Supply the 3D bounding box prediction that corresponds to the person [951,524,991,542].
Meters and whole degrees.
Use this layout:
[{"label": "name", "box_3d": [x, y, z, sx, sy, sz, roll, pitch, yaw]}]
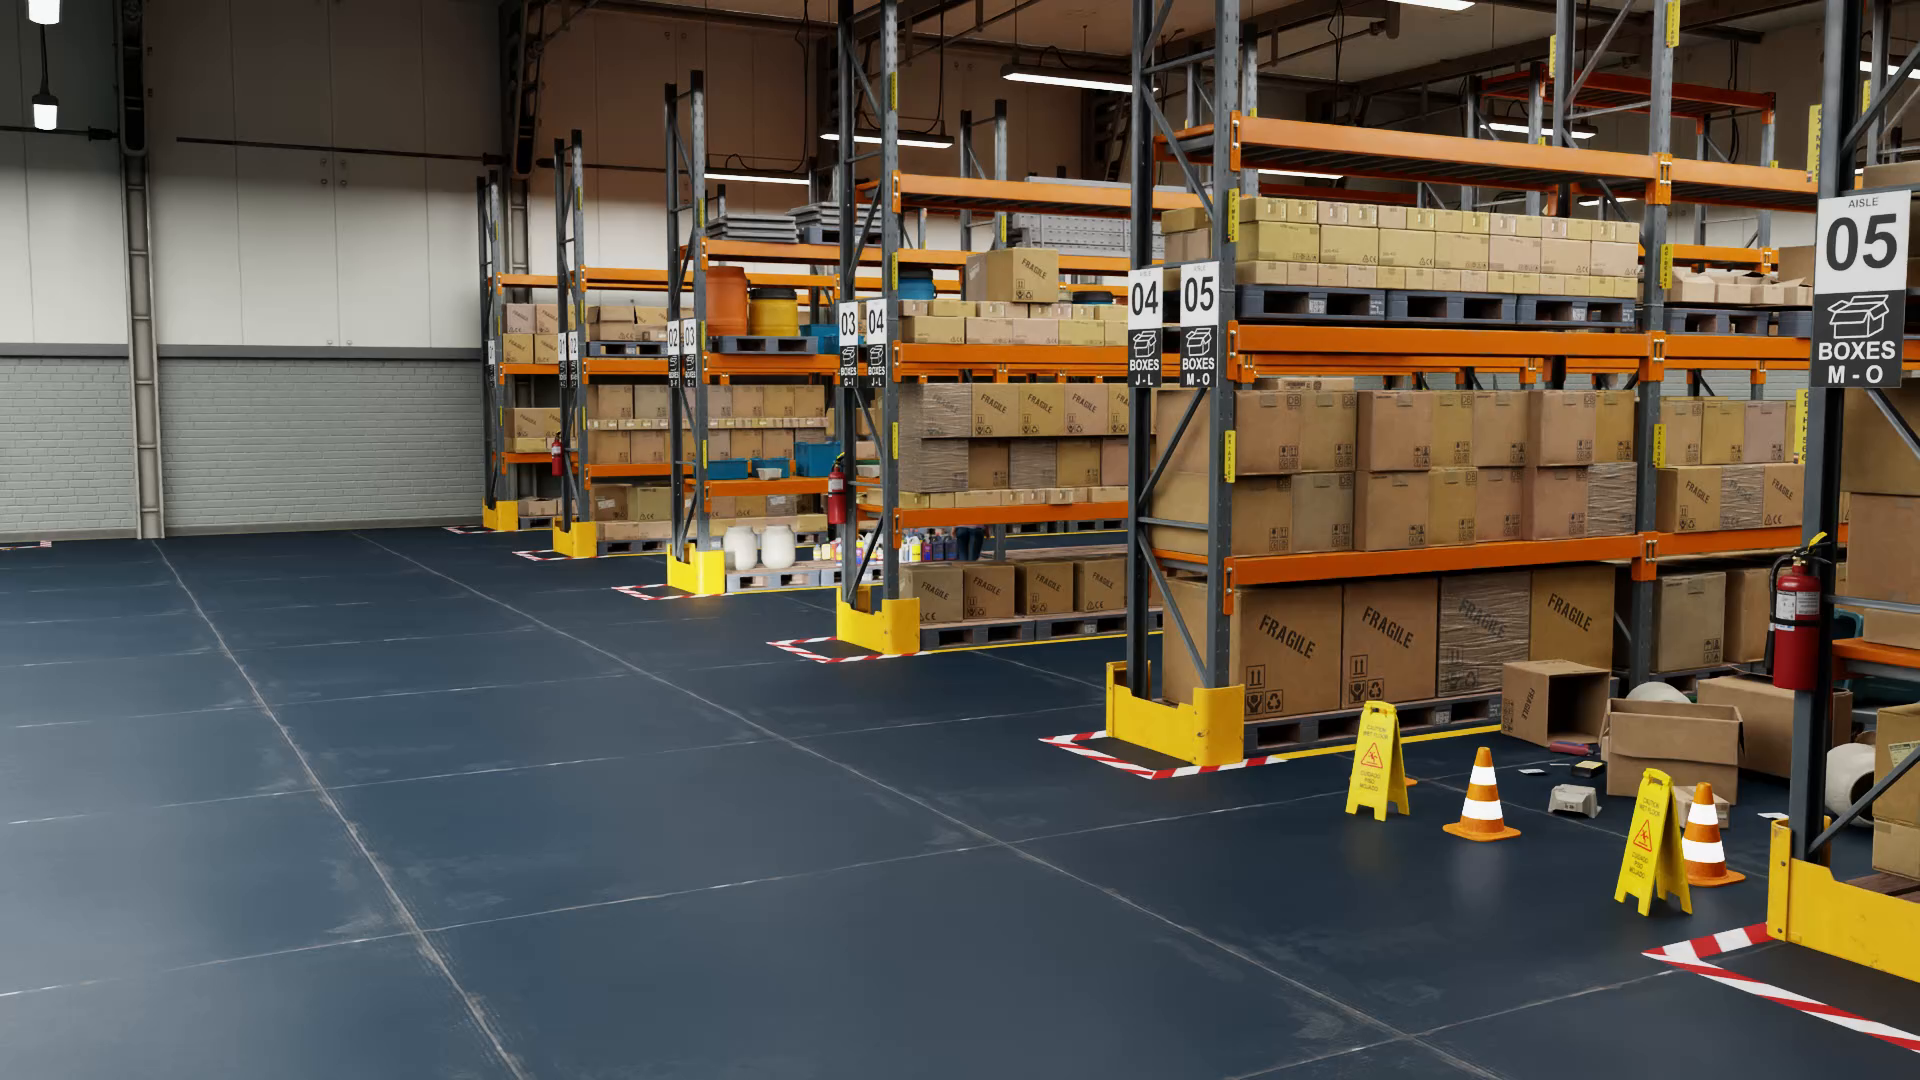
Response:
[{"label": "person", "box_3d": [0.136, -0.095, 18.779, 0.441, 1.619, 0.575, 1, 5, 10]}]
